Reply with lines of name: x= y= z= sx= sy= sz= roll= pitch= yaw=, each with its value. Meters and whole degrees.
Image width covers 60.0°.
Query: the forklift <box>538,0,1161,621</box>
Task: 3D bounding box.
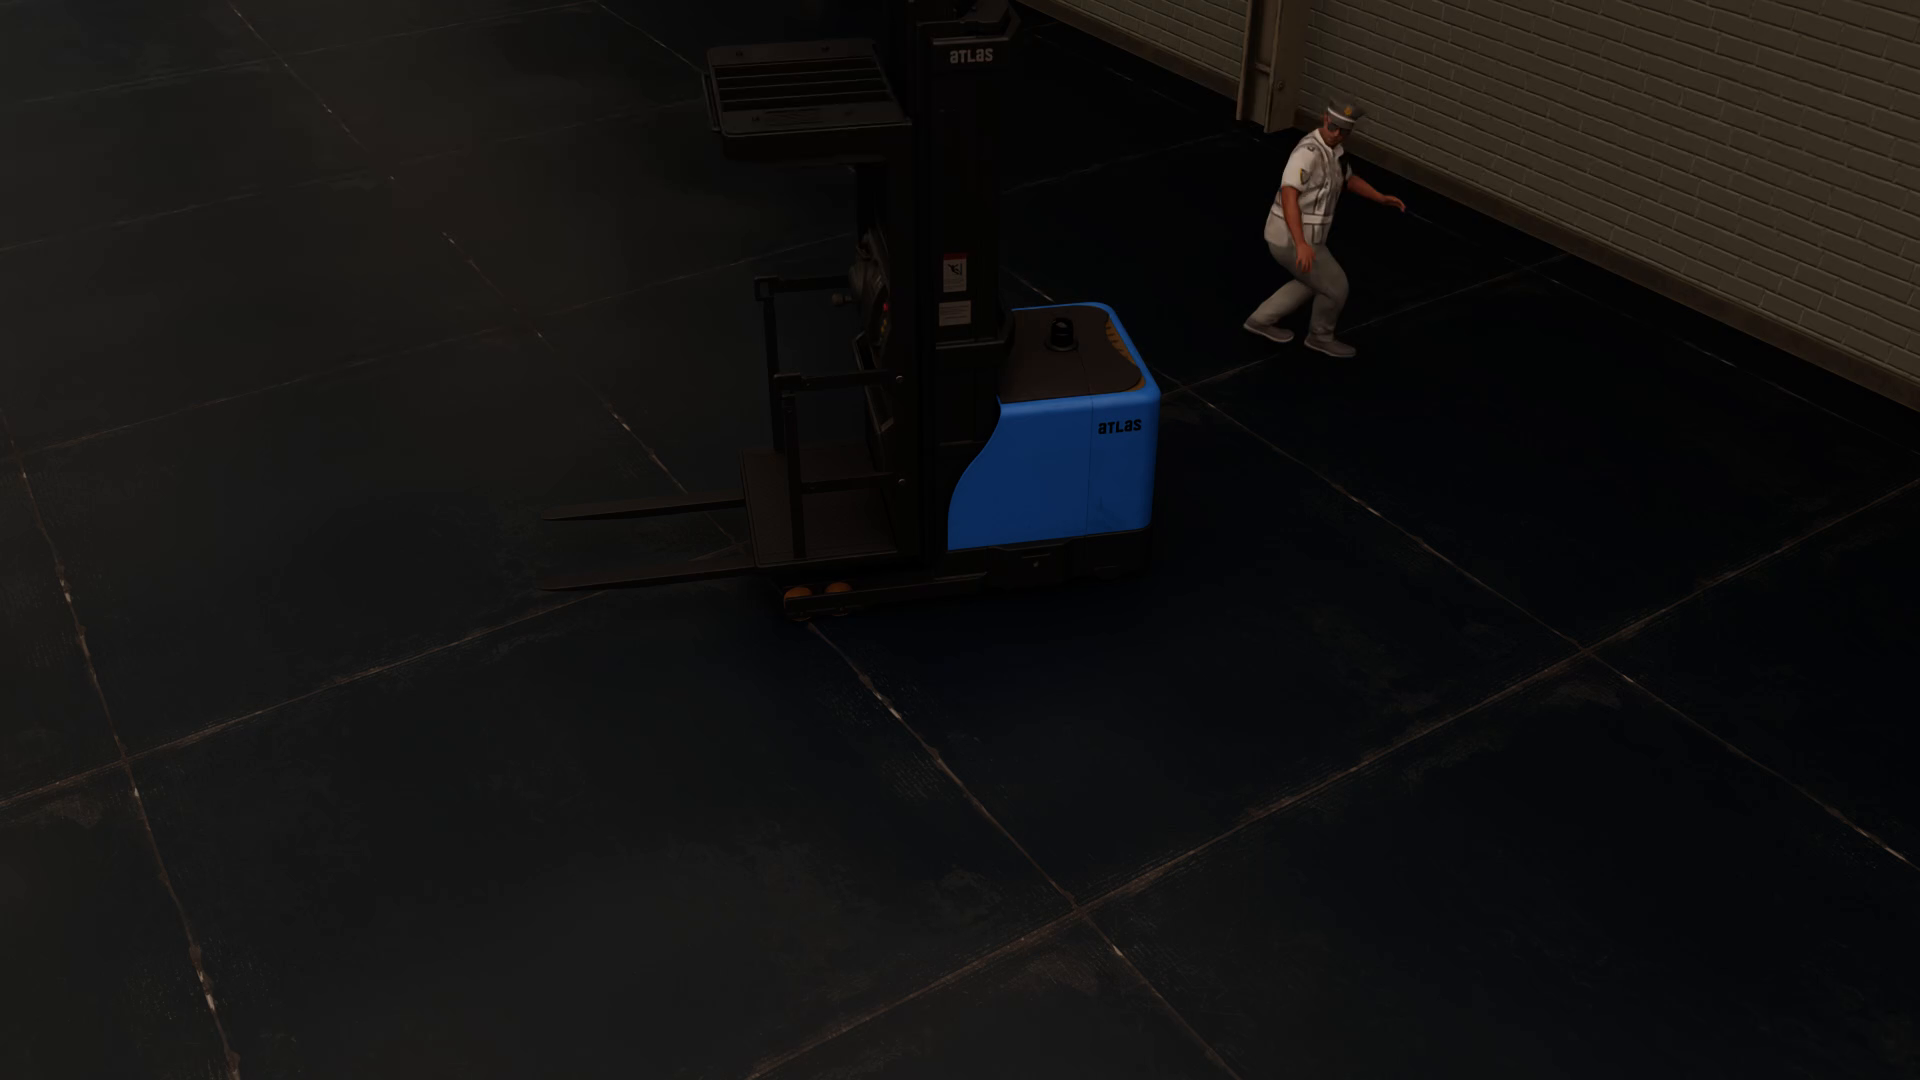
forklift: x=-0.599 y=-1.134 z=7.761 sx=3.031 sy=2.935 sz=1.130 roll=-6 pitch=36 yaw=-9

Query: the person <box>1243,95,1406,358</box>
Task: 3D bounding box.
person: x=2.170 y=-1.792 z=9.843 sx=0.867 sy=1.637 sz=0.887 roll=8 pitch=36 yaw=11
